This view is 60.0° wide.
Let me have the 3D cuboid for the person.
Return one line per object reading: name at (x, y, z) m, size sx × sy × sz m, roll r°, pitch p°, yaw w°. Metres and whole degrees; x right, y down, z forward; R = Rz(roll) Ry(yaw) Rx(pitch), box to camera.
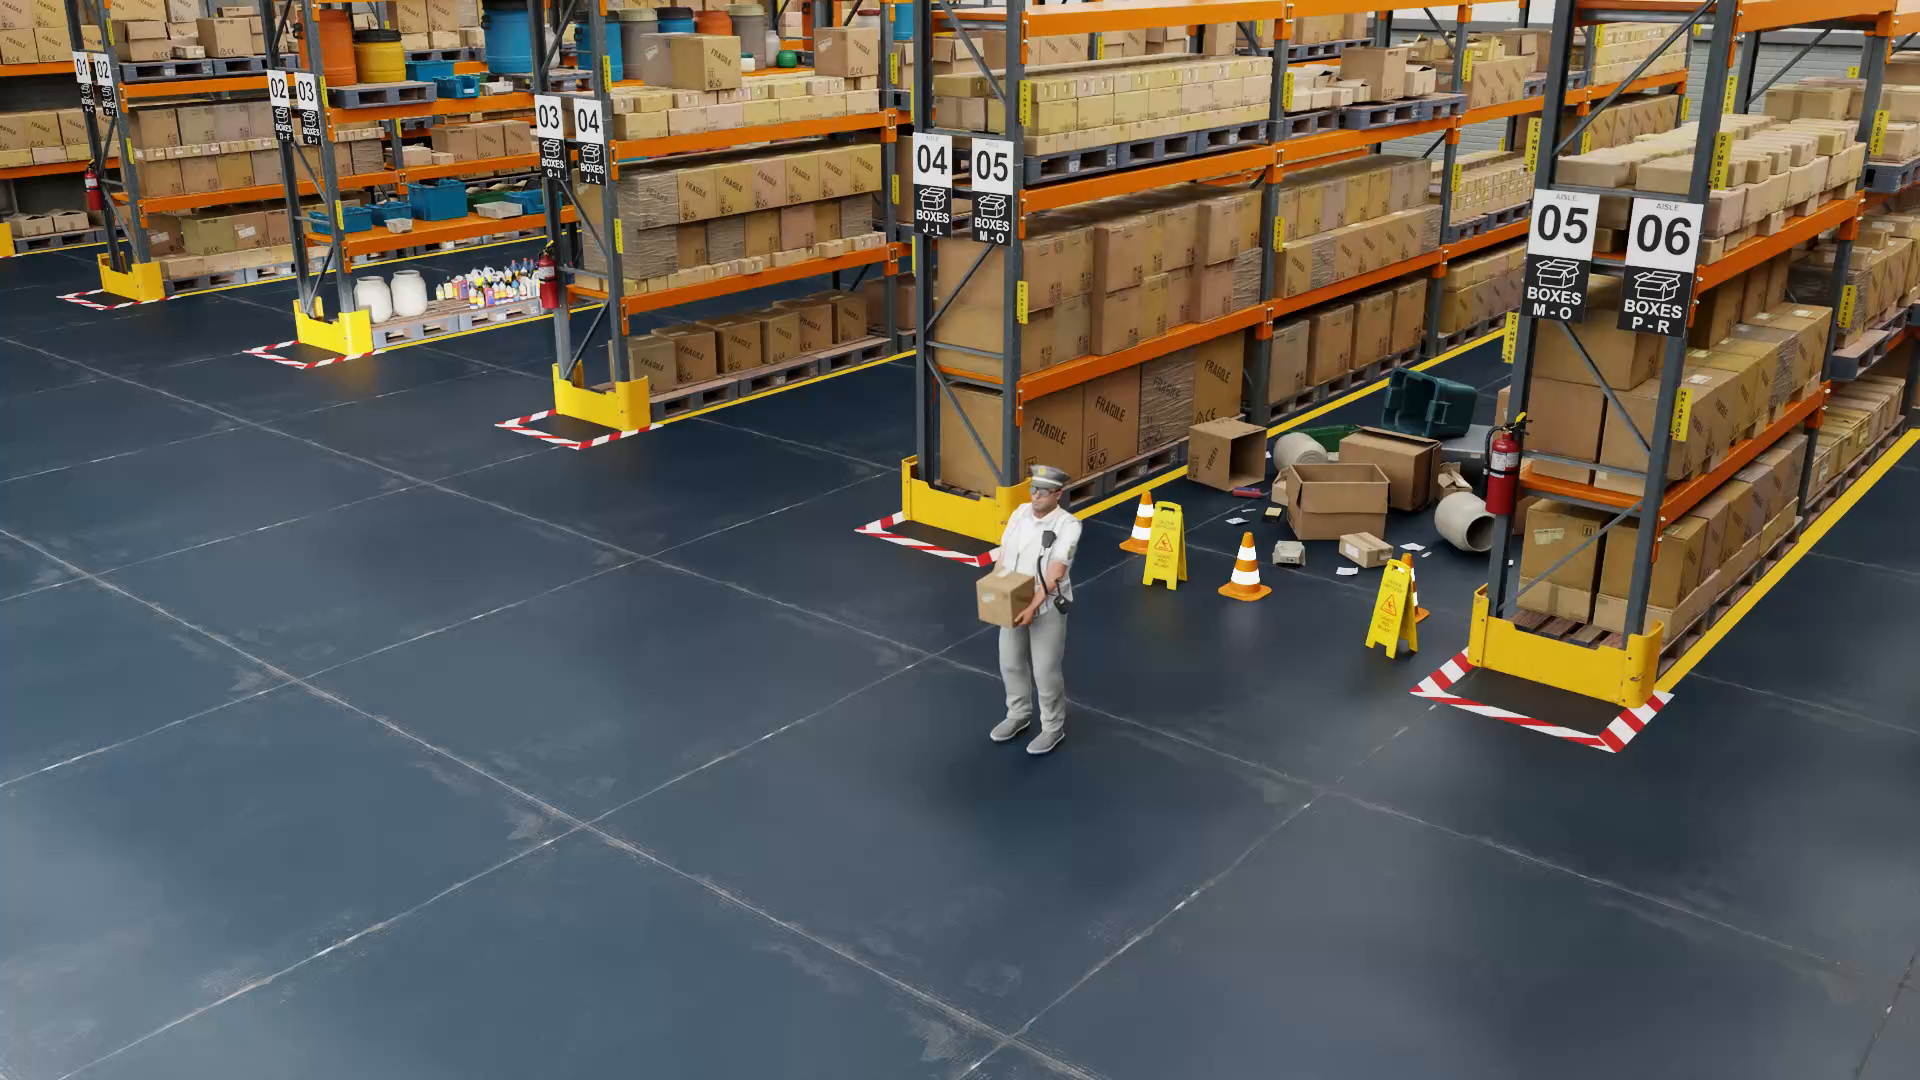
person at (0.413, 0.412, 9.906) m, size 0.493 × 1.767 × 0.573 m, roll 16°, pitch 25°, yaw 37°
